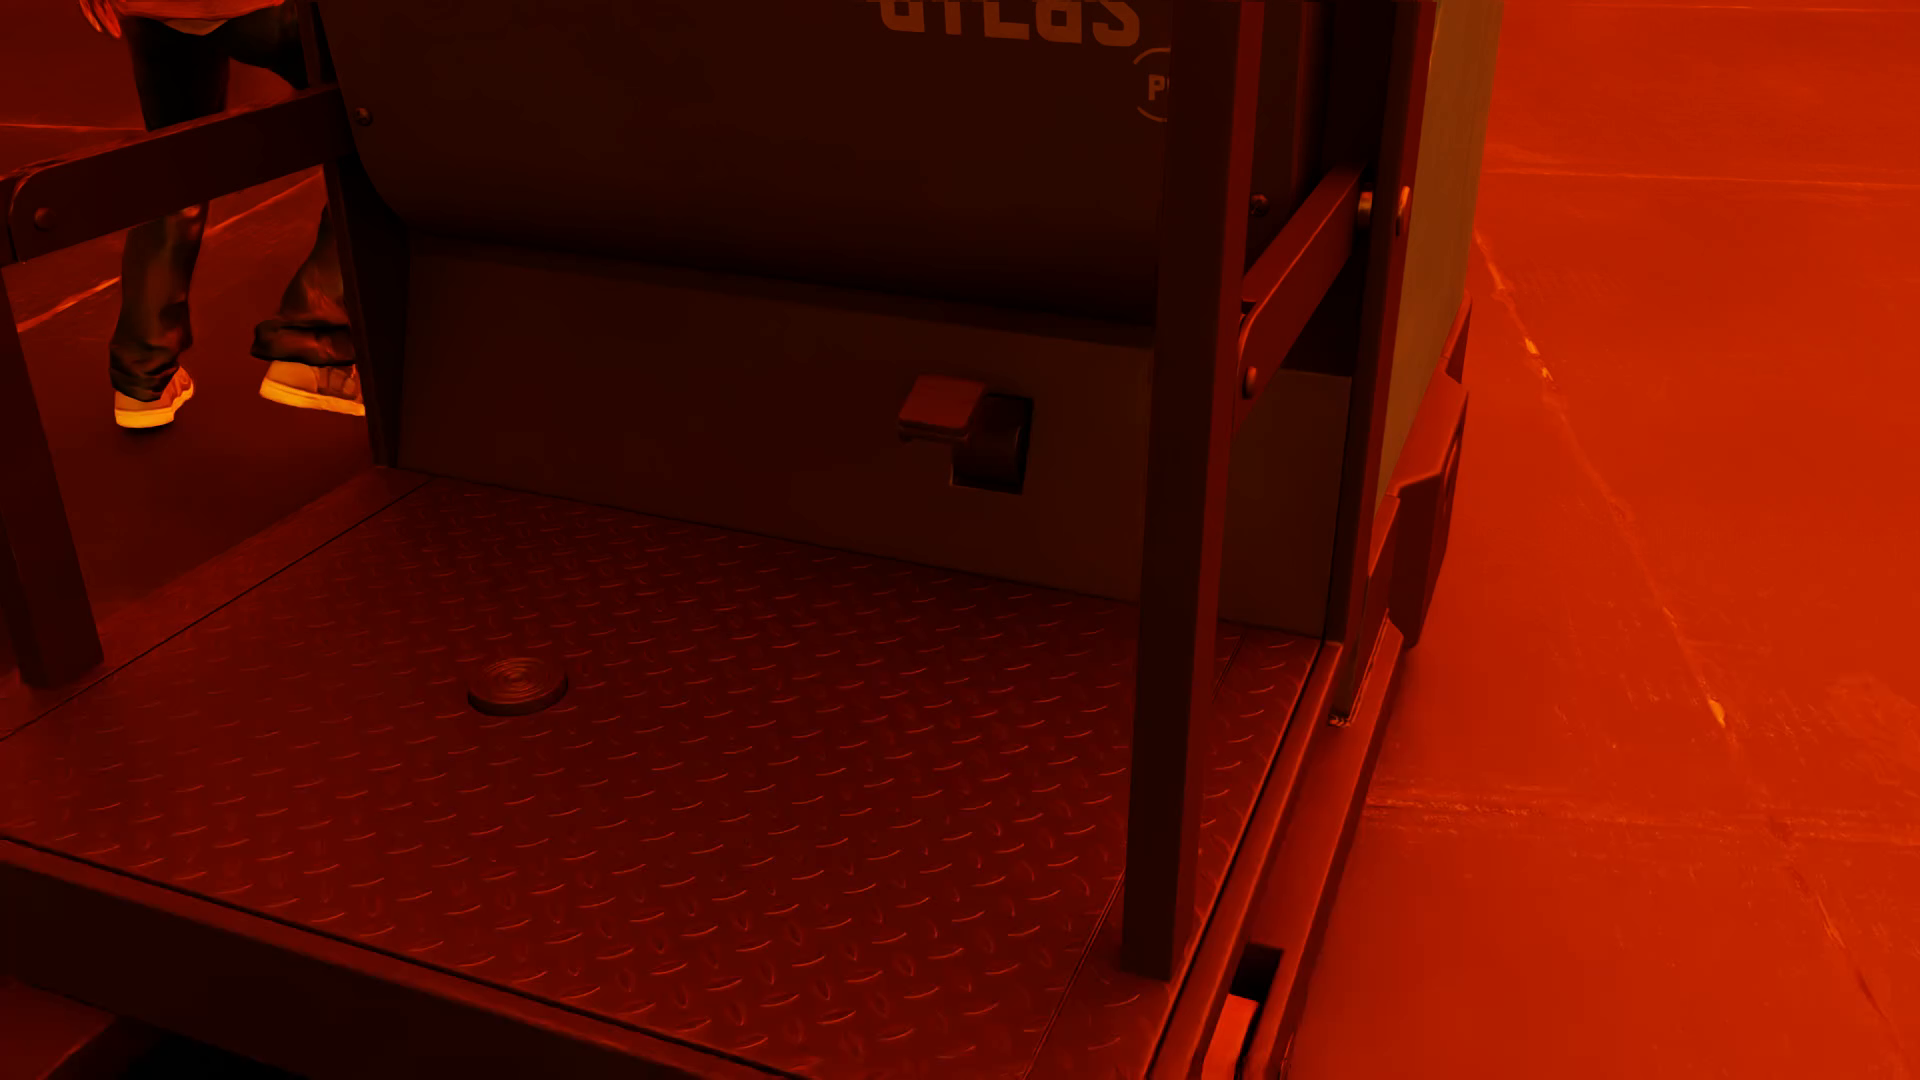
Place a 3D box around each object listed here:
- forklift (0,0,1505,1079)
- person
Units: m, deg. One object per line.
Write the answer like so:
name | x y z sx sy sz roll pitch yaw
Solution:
forklift | -0.229 -0.900 1.022 1.130 2.935 3.031 10 28 19
person | -1.155 -0.886 2.602 0.763 1.514 0.445 12 29 23
